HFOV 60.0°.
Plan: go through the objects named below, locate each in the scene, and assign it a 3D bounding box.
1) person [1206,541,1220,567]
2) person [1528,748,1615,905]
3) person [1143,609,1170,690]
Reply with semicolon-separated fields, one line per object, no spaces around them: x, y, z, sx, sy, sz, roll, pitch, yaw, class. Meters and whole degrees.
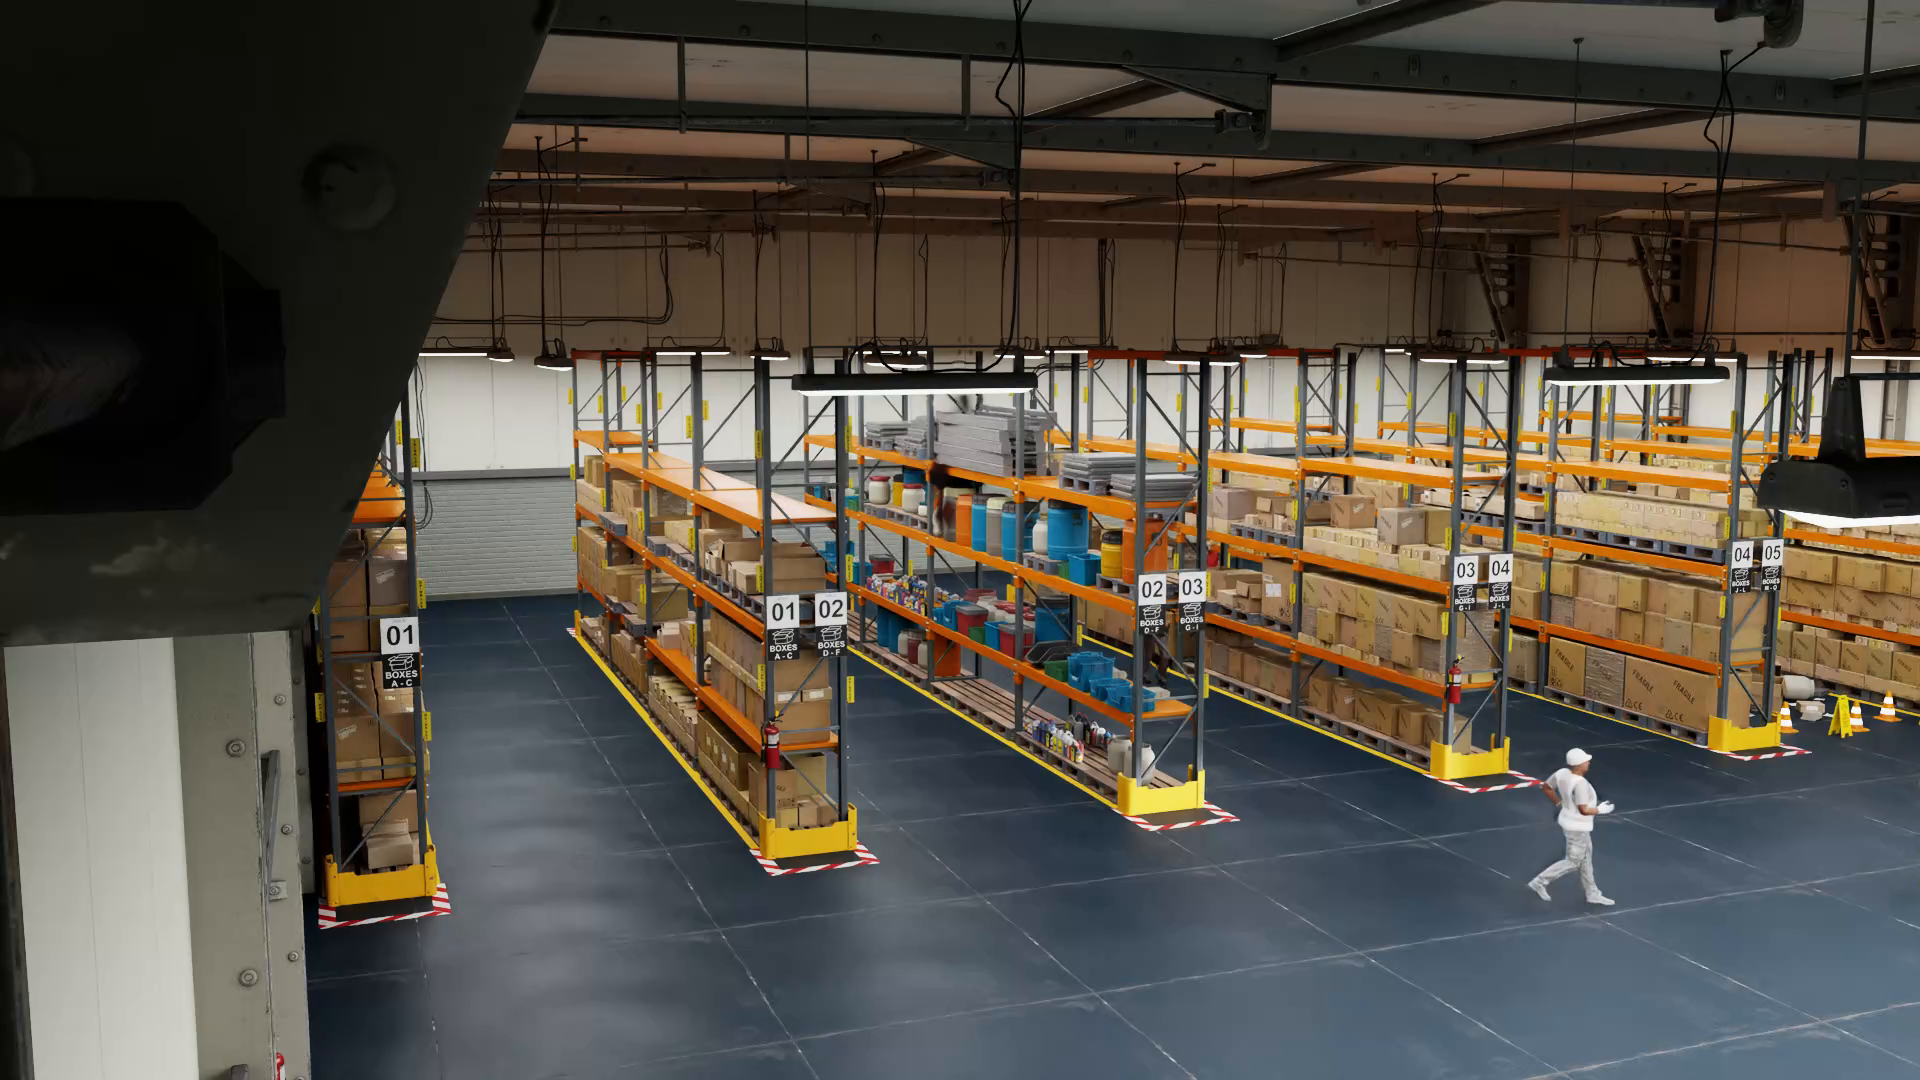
5.599;0.848;37.470;0.684;1.682;0.638;-2;7;-16;person
6.755;3.163;18.265;0.984;1.781;0.684;0;7;2;person
3.364;1.698;28.345;0.620;1.839;0.803;-4;8;-28;person
